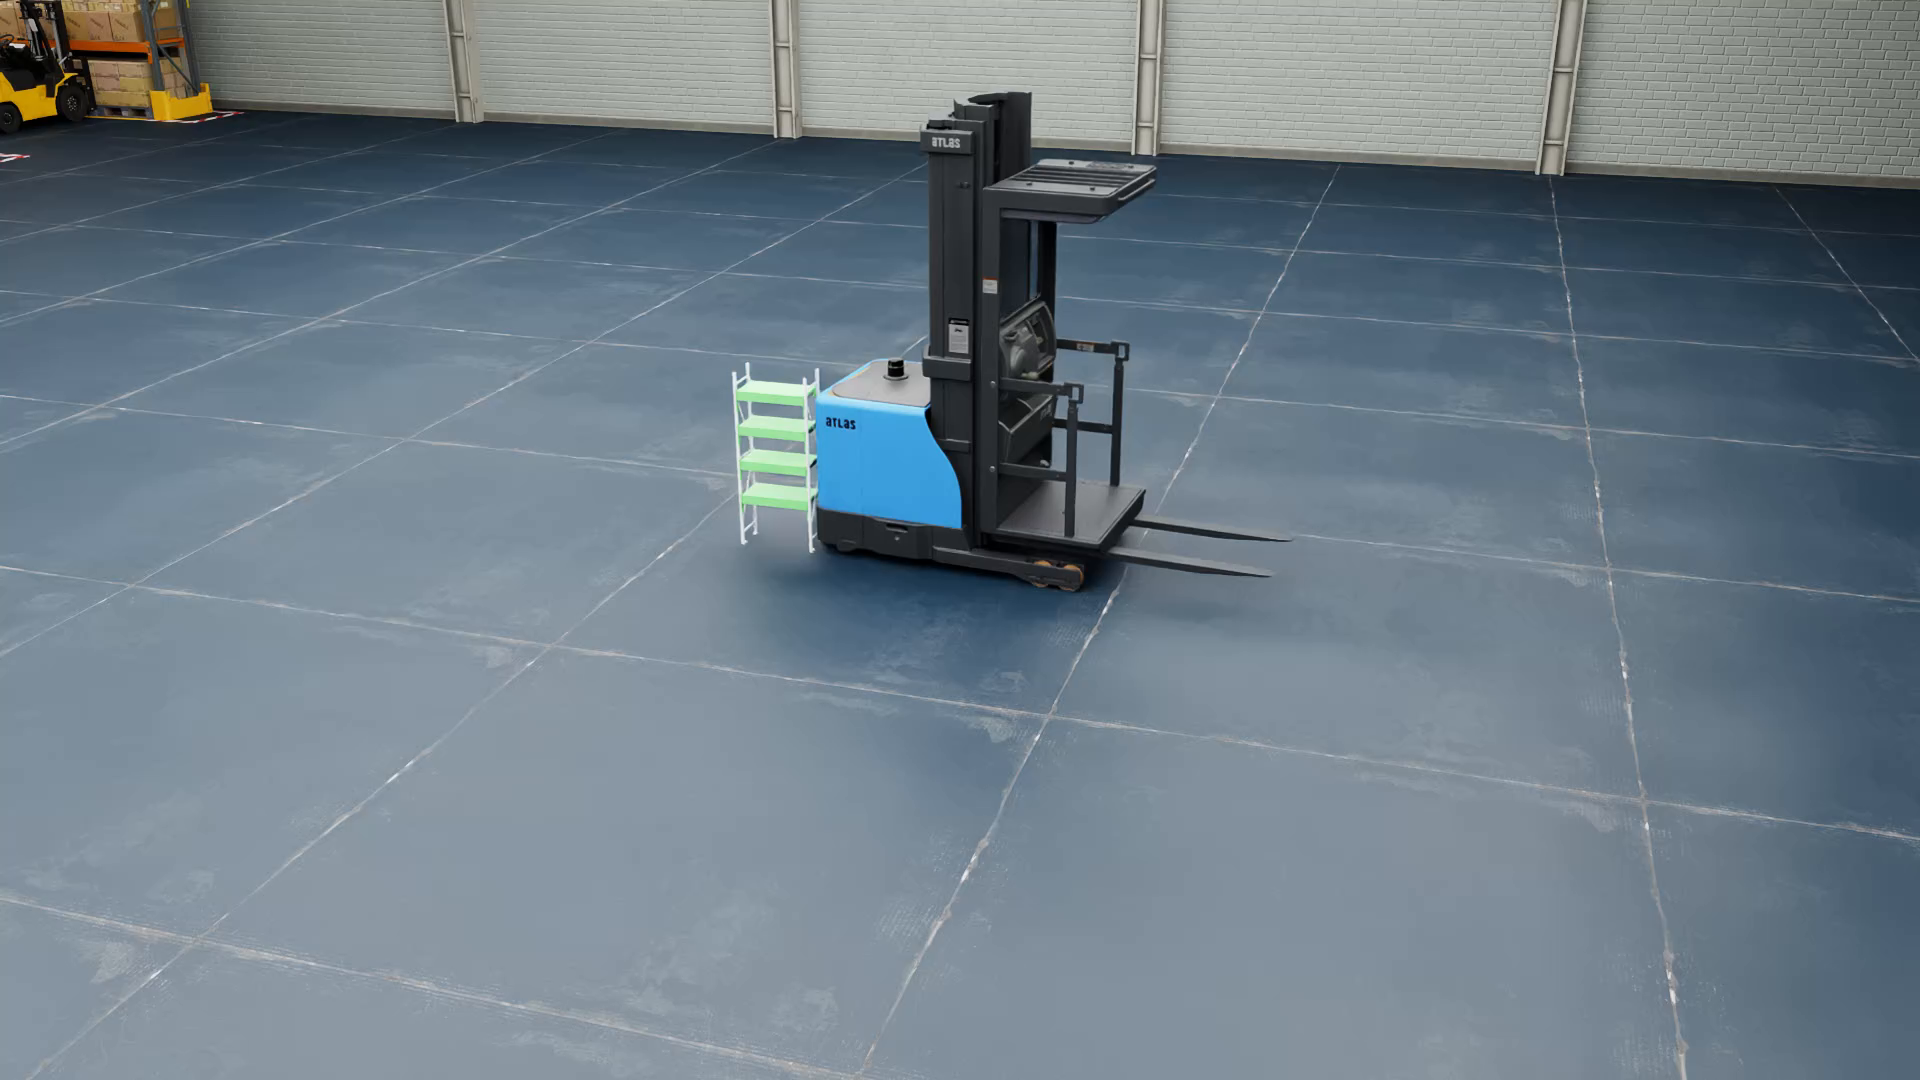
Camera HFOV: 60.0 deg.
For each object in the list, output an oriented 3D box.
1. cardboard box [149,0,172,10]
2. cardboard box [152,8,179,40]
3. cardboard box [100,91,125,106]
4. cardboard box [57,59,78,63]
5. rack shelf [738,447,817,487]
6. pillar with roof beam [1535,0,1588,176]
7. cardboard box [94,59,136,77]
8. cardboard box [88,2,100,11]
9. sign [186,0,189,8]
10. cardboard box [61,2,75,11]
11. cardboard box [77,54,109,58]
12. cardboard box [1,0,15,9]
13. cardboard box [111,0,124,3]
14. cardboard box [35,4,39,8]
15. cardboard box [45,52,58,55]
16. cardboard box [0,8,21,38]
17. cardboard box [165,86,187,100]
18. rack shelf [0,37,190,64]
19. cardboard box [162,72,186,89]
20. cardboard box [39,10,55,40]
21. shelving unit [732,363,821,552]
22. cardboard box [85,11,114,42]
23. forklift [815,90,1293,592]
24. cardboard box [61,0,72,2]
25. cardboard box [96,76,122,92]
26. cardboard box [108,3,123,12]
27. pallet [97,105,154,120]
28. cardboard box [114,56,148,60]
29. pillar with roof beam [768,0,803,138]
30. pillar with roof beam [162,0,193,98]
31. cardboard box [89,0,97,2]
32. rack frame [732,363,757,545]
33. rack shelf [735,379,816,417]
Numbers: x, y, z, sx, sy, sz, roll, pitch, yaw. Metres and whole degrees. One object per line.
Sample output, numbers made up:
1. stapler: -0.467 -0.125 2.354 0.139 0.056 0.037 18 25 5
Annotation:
1. cardboard box: -14.179 -9.472 29.422 0.250 0.149 0.380 6 23 14
2. cardboard box: -14.323 -9.195 29.603 0.500 0.500 0.500 7 23 17
3. cardboard box: -14.943 -7.911 29.672 0.500 0.250 0.500 7 23 15
4. cardboard box: -15.919 -8.479 29.742 0.500 0.250 0.500 6 23 14
5. rack shelf: -1.196 -0.484 11.038 0.480 0.148 0.258 6 23 15
6. pillar with roof beam: 7.398 -7.978 18.862 0.400 9.000 9.100 7 23 16
7. cardboard box: -14.950 -8.370 29.474 0.500 0.250 0.500 7 23 16
8. cardboard box: -15.060 -9.376 29.187 0.250 0.149 0.380 6 23 15
9. sign: -13.763 -9.632 29.554 0.005 0.325 0.100 7 23 16
10. cardboard box: -15.577 -9.408 29.267 0.250 0.149 0.380 7 23 16
11. cardboard box: -15.778 -8.671 30.208 0.500 0.250 0.500 6 23 14
12. cardboard box: -16.808 -9.548 29.607 0.250 0.149 0.380 7 23 17
13. cardboard box: -14.578 -9.456 28.992 0.250 0.149 0.380 7 23 16
14. cardboard box: -16.312 -9.497 29.484 0.250 0.149 0.380 6 23 14
15. cardboard box: -16.742 -8.783 30.482 0.500 0.250 0.500 6 23 15
16. cardboard box: -16.905 -9.284 29.819 0.500 0.500 0.500 7 23 16
17. cardboard box: -14.342 -8.041 29.990 0.500 0.250 0.500 7 23 16
18. rack shelf: -15.844 -8.880 29.914 4.000 0.370 1.077 7 23 16
19. cardboard box: -14.319 -8.274 29.900 0.500 0.250 0.500 7 23 16
20. cardboard box: -15.945 -9.166 29.531 0.500 0.500 0.500 7 23 16
21. shelving unit: -1.196 -0.543 11.014 0.503 1.200 0.258 6 23 15
22. cardboard box: -14.970 -9.059 29.270 0.500 0.500 0.500 7 23 17
23. forklift: 0.617 -1.257 10.473 3.031 2.935 1.130 9 24 20
24. cardboard box: -15.583 -9.544 29.206 0.250 0.149 0.380 7 23 17
25. cardboard box: -14.962 -8.146 29.587 0.500 0.250 0.500 6 23 15
26. cardboard box: -14.595 -9.294 28.988 0.250 0.149 0.380 7 23 16
27. pallet: -14.673 -7.772 29.940 1.213 0.211 1.003 7 23 16
28. cardboard box: -14.814 -8.553 29.922 0.500 0.250 0.500 7 23 16
29. pillar with roof beam: -4.090 -9.294 22.069 0.400 9.000 9.100 7 23 16
30. pillar with roof beam: -15.579 -10.609 25.276 0.400 9.000 9.100 7 23 16
31. cardboard box: -15.053 -9.529 29.170 0.250 0.149 0.380 7 23 16
32. rack frame: -1.430 -0.569 11.076 0.015 1.200 0.240 6 23 15
33. rack shelf: -1.196 -0.928 10.856 0.480 0.148 0.258 6 23 15
